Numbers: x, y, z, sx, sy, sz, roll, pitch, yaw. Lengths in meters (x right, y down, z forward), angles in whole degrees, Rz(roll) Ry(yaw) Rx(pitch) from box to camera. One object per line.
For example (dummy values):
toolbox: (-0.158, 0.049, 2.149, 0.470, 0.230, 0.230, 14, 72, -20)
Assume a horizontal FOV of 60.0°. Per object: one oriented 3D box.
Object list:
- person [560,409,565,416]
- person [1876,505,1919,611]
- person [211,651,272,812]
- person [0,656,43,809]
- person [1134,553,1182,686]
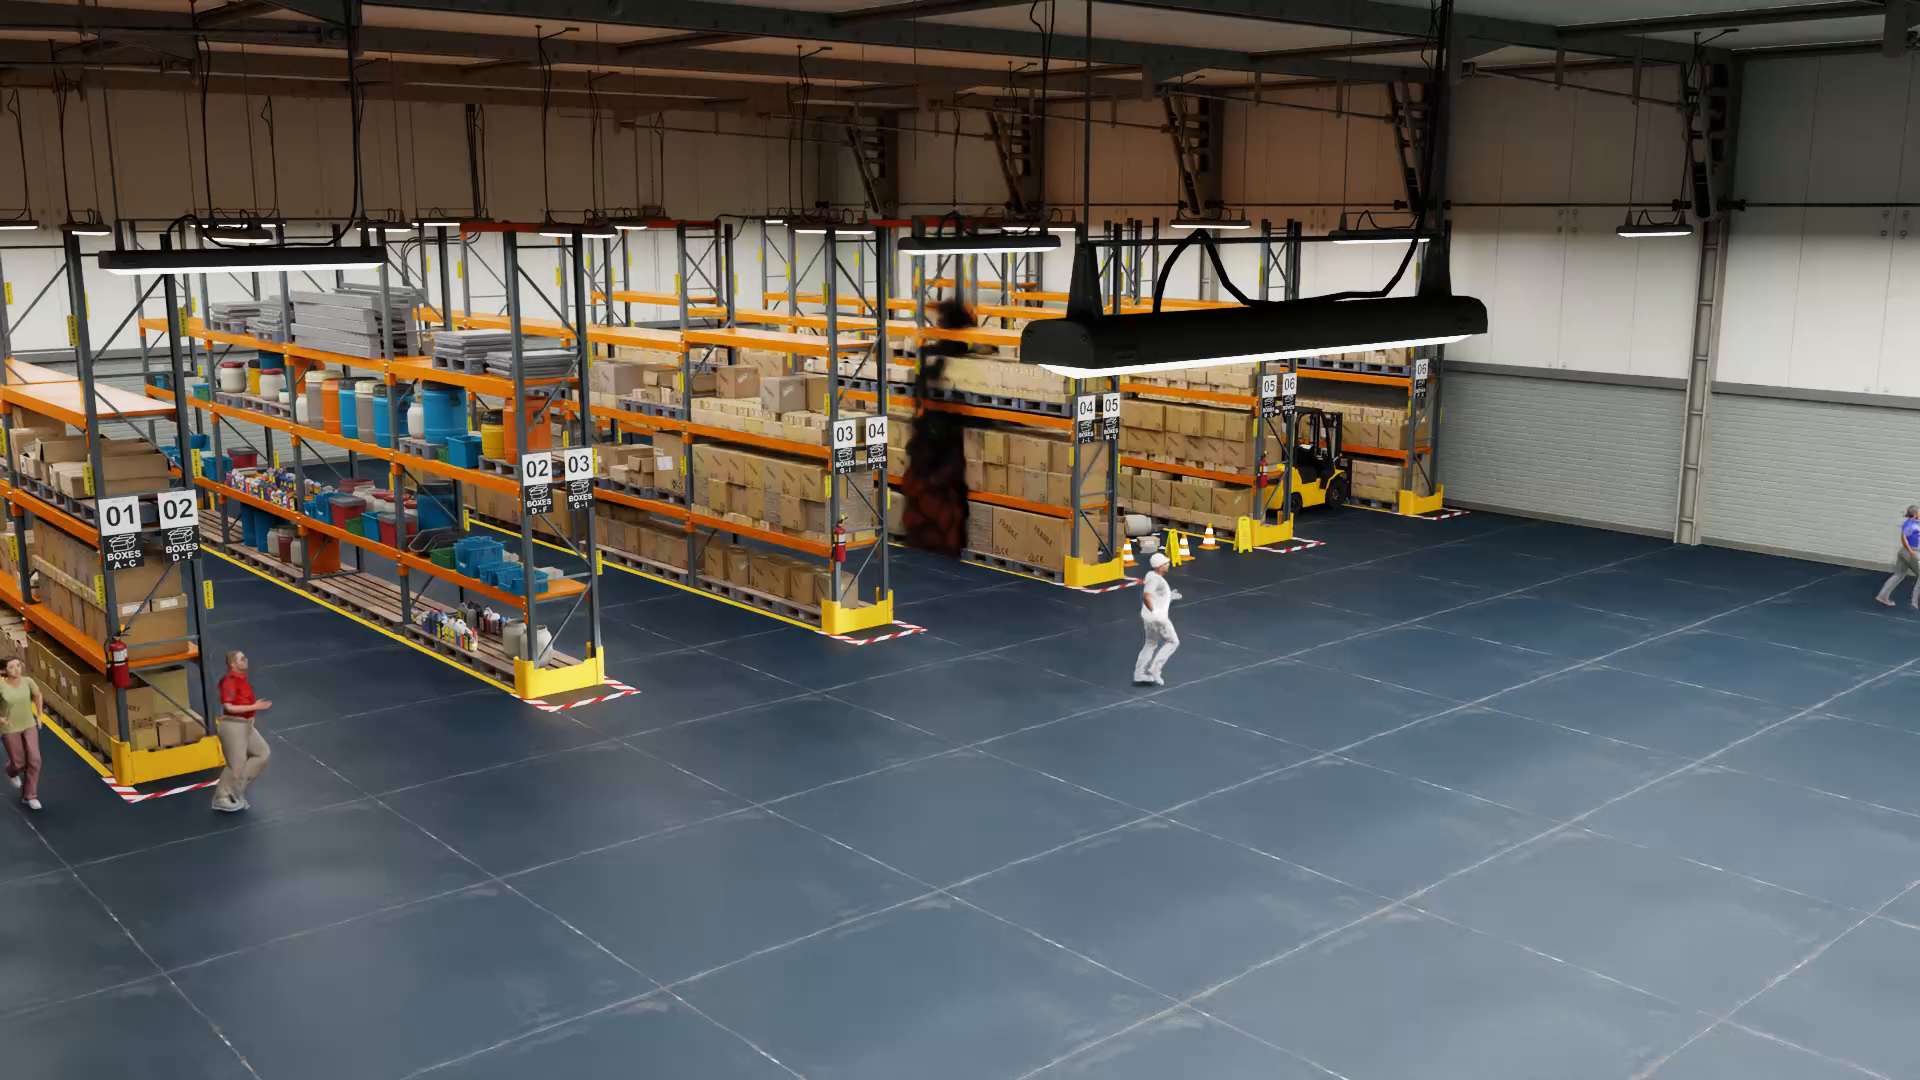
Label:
person: (-9.160, -2.215, 38.385, 0.696, 1.791, 0.755, -7, 14, -33)
person: (14.947, 0.307, 26.197, 0.755, 1.712, 0.546, 1, 11, 5)
person: (-7.605, 2.019, 17.664, 0.668, 1.728, 0.664, -2, 12, -10)
person: (-10.077, 2.027, 17.767, 0.662, 1.650, 0.615, 11, 15, 42)
person: (2.662, 1.052, 22.226, 0.683, 1.784, 0.651, -2, 12, -11)
